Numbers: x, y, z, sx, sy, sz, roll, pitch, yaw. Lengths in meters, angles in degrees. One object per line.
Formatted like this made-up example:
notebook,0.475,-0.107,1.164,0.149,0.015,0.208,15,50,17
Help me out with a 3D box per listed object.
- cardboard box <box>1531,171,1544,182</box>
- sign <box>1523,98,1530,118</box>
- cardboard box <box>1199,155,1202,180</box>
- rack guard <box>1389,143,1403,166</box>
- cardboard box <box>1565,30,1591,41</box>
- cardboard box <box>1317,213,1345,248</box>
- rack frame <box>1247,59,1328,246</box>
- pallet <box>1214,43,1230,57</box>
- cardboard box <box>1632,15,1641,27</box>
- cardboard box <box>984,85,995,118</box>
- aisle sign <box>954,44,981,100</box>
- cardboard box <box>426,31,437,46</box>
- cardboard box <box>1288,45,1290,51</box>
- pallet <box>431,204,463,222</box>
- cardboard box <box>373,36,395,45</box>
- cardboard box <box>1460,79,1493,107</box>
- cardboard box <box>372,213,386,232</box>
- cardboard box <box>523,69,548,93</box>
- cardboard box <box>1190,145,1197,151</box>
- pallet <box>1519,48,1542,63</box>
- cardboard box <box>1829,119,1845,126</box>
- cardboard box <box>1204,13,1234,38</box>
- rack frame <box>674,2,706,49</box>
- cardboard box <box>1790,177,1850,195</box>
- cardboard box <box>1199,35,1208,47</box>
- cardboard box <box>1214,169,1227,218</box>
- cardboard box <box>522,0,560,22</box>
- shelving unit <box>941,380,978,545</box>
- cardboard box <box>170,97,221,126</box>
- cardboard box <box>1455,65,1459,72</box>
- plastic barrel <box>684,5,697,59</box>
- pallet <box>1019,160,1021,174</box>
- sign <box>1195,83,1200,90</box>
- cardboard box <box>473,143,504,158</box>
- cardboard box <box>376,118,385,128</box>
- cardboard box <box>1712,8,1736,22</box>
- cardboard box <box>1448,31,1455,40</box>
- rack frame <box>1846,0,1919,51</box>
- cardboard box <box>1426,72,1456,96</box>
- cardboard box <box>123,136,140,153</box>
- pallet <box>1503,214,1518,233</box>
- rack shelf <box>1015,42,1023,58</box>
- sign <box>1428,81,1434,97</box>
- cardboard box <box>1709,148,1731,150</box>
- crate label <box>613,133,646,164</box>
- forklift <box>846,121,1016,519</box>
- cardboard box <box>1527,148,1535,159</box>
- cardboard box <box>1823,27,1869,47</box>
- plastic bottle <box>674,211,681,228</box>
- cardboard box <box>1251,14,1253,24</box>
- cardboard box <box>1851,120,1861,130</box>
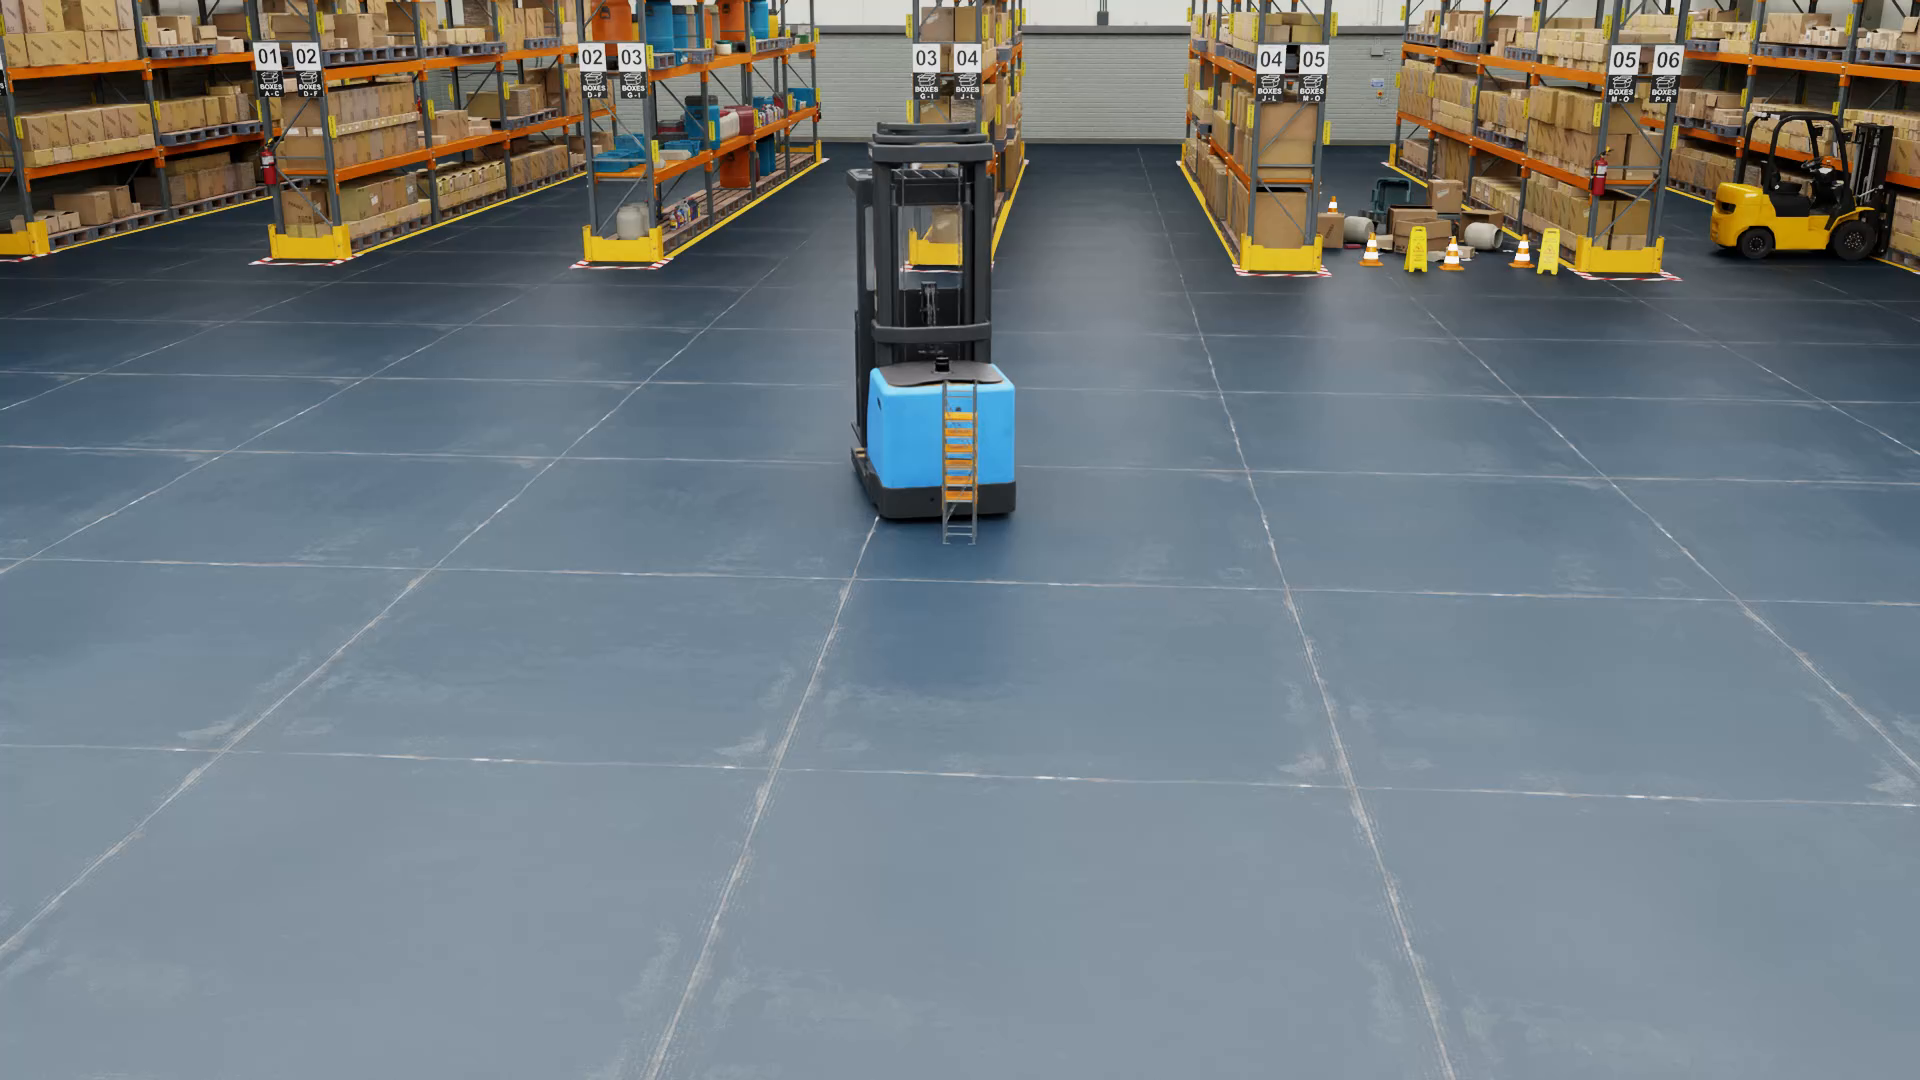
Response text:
cardboard box,9.607,-5.968,27.316,0.380,0.149,0.250,2,18,5
sign,9.434,-7.187,27.680,0.100,0.325,0.005,1,18,4
cardboard box,5.263,-7.813,34.790,0.500,0.500,0.500,2,18,6
rack guard,10.849,-9.172,39.612,1.175,0.500,0.348,1,18,4
cardboard box,9.601,-7.814,25.759,0.380,0.149,0.250,1,18,3
cardboard box,5.955,-5.013,26.915,0.500,0.500,0.500,4,19,13
rack frame,4.756,-5.462,24.276,1.000,3.000,0.127,1,18,4
pallet,5.336,-9.081,30.807,1.213,0.211,1.003,2,18,6
cardboard box,15.461,-11.686,37.413,0.500,0.250,0.500,1,18,4
cardboard box,0.311,-7.210,27.364,0.500,0.500,0.500,1,18,4
aisle sign,0.111,-6.814,24.226,0.394,0.787,0.004,1,18,4
cardboard box,-9.687,-8.985,29.774,0.500,0.250,0.500,0,18,-1
cardboard box,5.191,-7.507,25.266,0.380,0.149,0.250,1,18,4
pallet,-9.764,-5.974,30.315,1.003,0.211,1.213,1,18,4
cardboard box,-9.591,-8.260,27.502,0.380,0.149,0.250,1,18,4
cardboard box,10.079,-8.716,32.441,0.500,0.500,0.500,2,18,5
cardboard box,-9.736,-5.192,27.192,0.500,0.250,0.500,1,18,4
cardboard box,-9.426,-10.239,37.088,0.500,0.500,0.500,1,18,4
cardboard box,5.403,-8.840,37.532,0.380,0.149,0.250,1,18,2
pallet,10.138,-8.151,27.966,1.213,0.211,1.003,1,18,4
cardboard box,14.742,-6.983,27.714,0.380,0.149,0.250,2,18,6
cardboard box,5.480,-10.747,34.750,0.700,0.500,0.500,1,18,4
rack frame,-4.837,-9.808,27.904,1.000,3.000,0.127,1,18,4
cardboard box,15.028,-5.990,29.026,0.875,0.625,0.625,1,18,3
cardboard box,5.382,-10.702,35.690,0.500,0.250,0.500,2,18,5
cardboard box,4.998,-6.030,28.947,1.050,0.750,0.750,1,18,4
cardboard box,-9.207,-11.654,36.587,0.700,0.500,0.500,1,18,4
shelving unit,-0.001,-0.566,12.222,0.258,1.200,0.189,1,18,4
cardboard box,-14.523,-8.144,31.592,0.700,0.500,0.500,1,18,4
cardboard box,10.845,-10.113,35.662,0.380,0.149,0.250,2,18,5
plastic barrel,-4.970,-8.987,29.410,0.600,0.901,0.600,0,18,0
pallet,0.894,-8.621,38.393,1.003,0.211,1.213,1,18,4
sign,5.075,-9.610,35.545,0.100,0.325,0.005,1,18,4
cardboard box,-9.658,-8.002,34.131,0.500,0.250,0.500,2,18,6
cardboard box,-9.692,-6.859,27.335,0.380,0.149,0.250,2,18,6
cardboard box,15.573,-10.712,33.907,0.396,0.266,0.258,1,18,4
cardboard box,10.121,-10.239,33.737,0.380,0.166,0.250,0,18,0
rack frame,14.939,-9.367,26.557,1.000,3.000,0.127,1,18,4
cardboard box,10.319,-9.786,35.703,0.500,0.500,0.500,1,18,3
cardboard box,-14.494,-6.808,28.592,0.500,0.250,0.500,1,18,4
pallet,10.042,-5.542,28.998,1.003,0.211,1.213,1,18,4
rack shelf,0.820,-11.036,37.624,1.077,0.370,4.000,1,18,4
sign,10.007,-9.571,35.298,0.100,0.325,0.005,1,18,4
cardboard box,15.751,-8.042,34.448,0.380,0.149,0.250,1,18,4
crate label,-5.262,-6.309,26.805,0.502,0.435,0.616,1,18,4
forklift,-0.330,-1.975,13.742,1.130,2.935,3.031,-3,18,-10
cardboard box,9.645,-6.415,27.588,0.380,0.149,0.250,1,18,4
cardboard box,14.747,-8.376,27.660,0.500,0.311,0.500,1,18,2
plastic bottle,-4.659,-5.290,27.426,0.097,0.271,0.097,0,18,0
cardboard box,4.480,-7.664,24.465,0.380,0.149,0.250,2,18,5
cardboard box,14.636,-6.698,26.845,0.380,0.149,0.250,2,18,5
